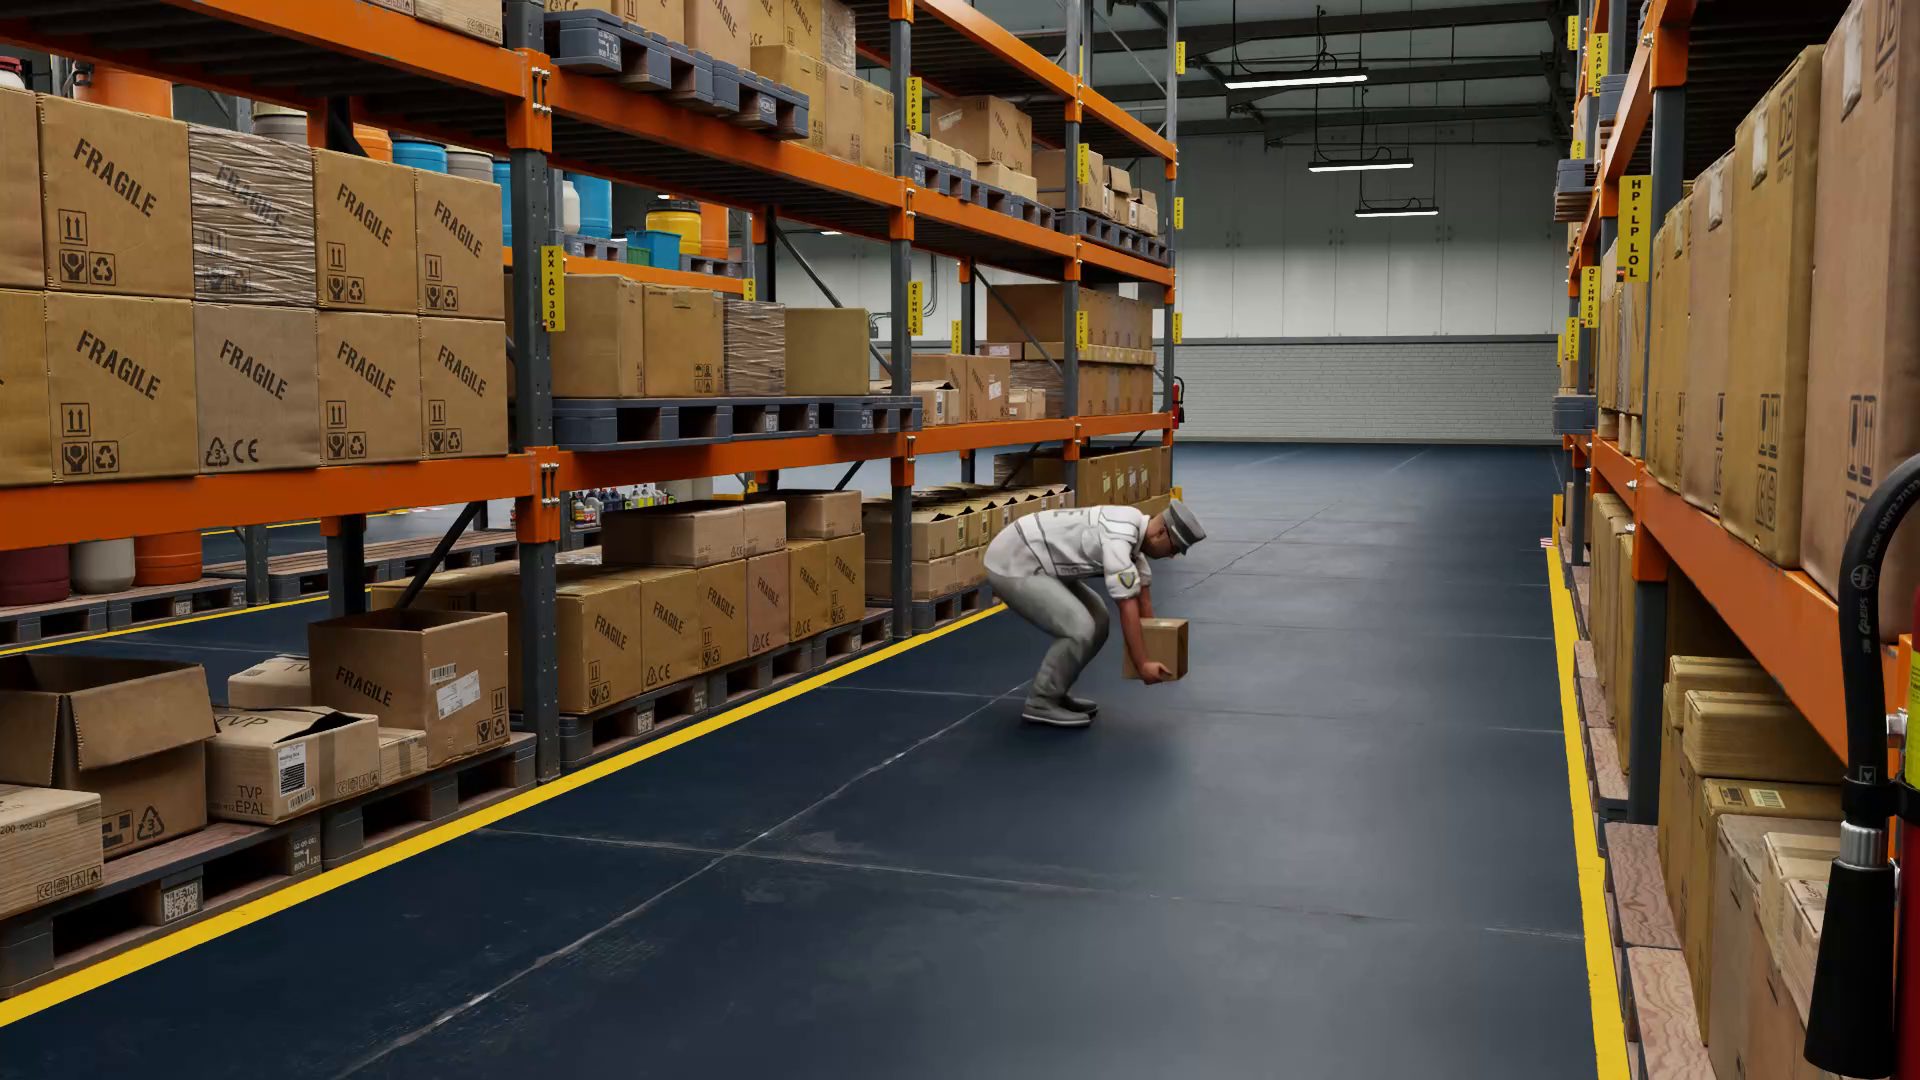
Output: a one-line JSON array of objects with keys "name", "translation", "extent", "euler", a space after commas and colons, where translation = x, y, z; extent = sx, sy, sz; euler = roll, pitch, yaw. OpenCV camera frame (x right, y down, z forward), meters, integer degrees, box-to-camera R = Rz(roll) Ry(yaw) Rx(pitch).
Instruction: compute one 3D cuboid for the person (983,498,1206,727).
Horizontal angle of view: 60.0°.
[{"name": "person", "translation": [0.625, 0.326, 7.738], "extent": [1.031, 1.054, 0.517], "euler": [1, 5, 16]}]
